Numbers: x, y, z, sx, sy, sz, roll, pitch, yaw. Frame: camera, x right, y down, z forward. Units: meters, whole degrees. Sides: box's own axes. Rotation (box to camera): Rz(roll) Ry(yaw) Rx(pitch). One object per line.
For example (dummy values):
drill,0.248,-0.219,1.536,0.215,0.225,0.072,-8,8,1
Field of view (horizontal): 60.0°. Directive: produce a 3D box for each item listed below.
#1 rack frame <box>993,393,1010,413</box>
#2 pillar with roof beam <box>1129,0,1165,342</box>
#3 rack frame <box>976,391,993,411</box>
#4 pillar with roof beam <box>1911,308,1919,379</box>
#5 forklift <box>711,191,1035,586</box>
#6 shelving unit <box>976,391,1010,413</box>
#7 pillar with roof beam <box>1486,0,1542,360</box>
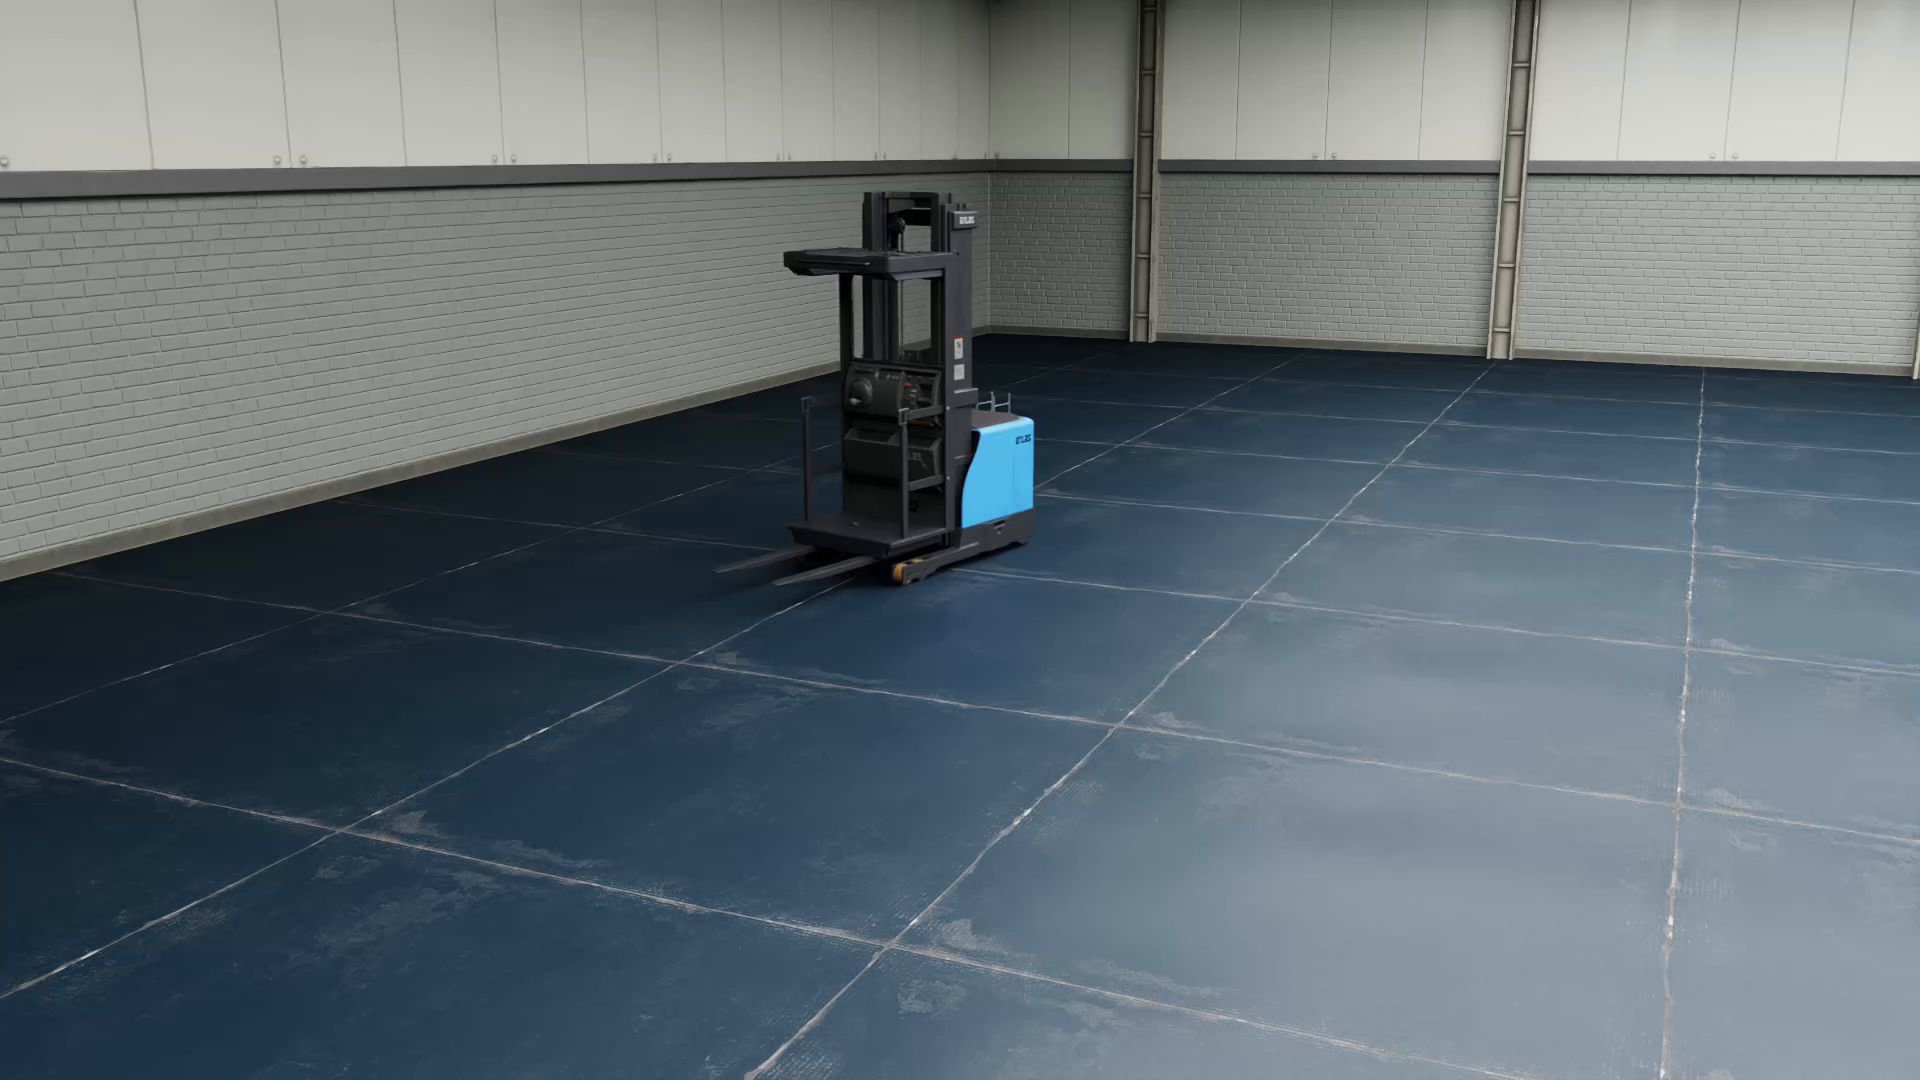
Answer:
rack frame,0.357,-0.667,14.466,0.006,1.200,0.240,10,16,36
pillar with roof beam,1.456,-6.964,24.235,0.400,9.000,9.100,6,14,23
rack frame,0.211,-0.692,14.574,0.006,1.200,0.240,10,16,36
pillar with roof beam,12.427,-5.854,19.503,0.400,9.000,9.100,6,14,23
forklift,-0.660,-1.208,12.986,1.130,2.935,3.031,10,16,36
shelving unit,0.284,-0.679,14.520,0.189,1.200,0.258,10,16,36
pillar with roof beam,6.942,-6.409,21.869,0.400,9.000,9.100,6,14,23
